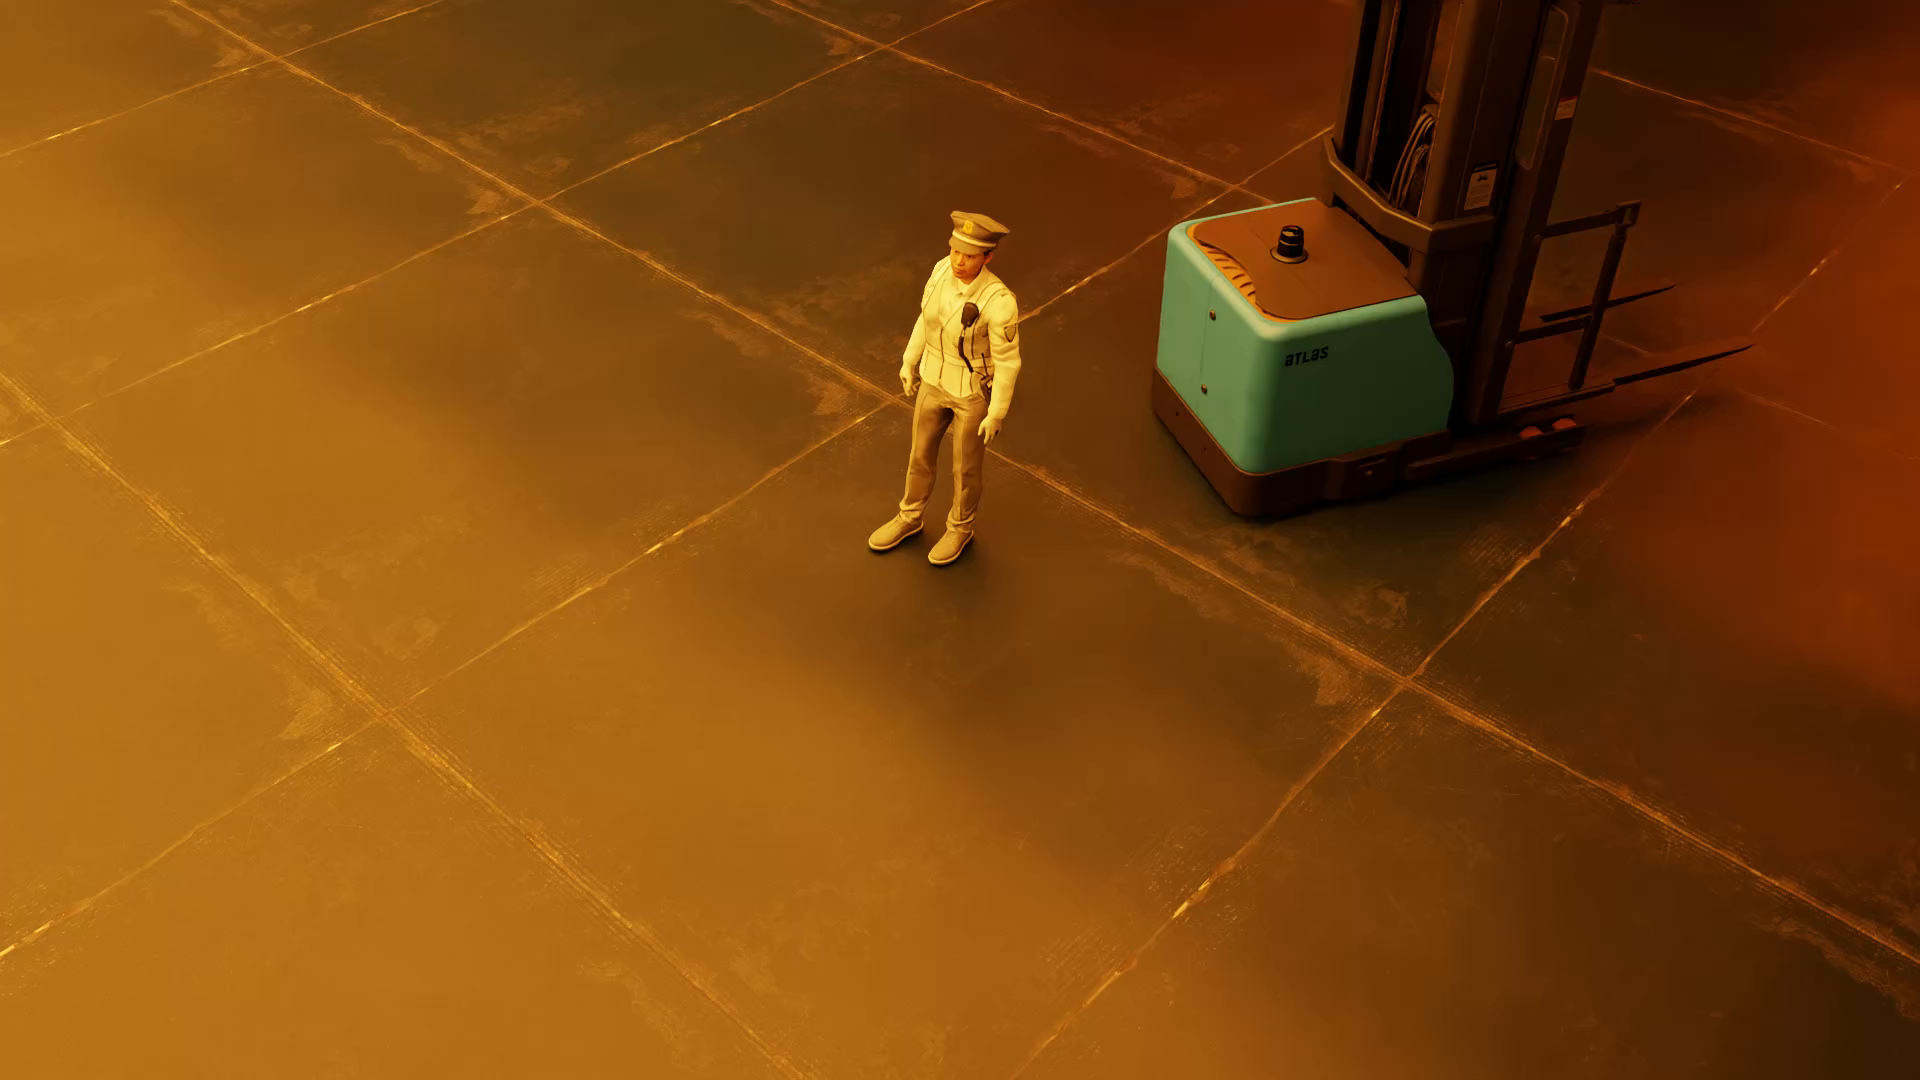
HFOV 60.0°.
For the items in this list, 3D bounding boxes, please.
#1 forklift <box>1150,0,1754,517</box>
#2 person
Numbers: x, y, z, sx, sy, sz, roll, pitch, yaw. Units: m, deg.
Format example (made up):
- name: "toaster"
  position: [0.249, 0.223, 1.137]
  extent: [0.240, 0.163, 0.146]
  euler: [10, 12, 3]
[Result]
- name: "forklift"
  position: [2.528, -1.810, 7.538]
  extent: [3.031, 2.935, 1.130]
  euler: [-14, 42, -15]
- name: "person"
  position: [-0.050, -0.619, 7.088]
  extent: [0.587, 1.696, 0.534]
  euler: [31, 49, 31]
